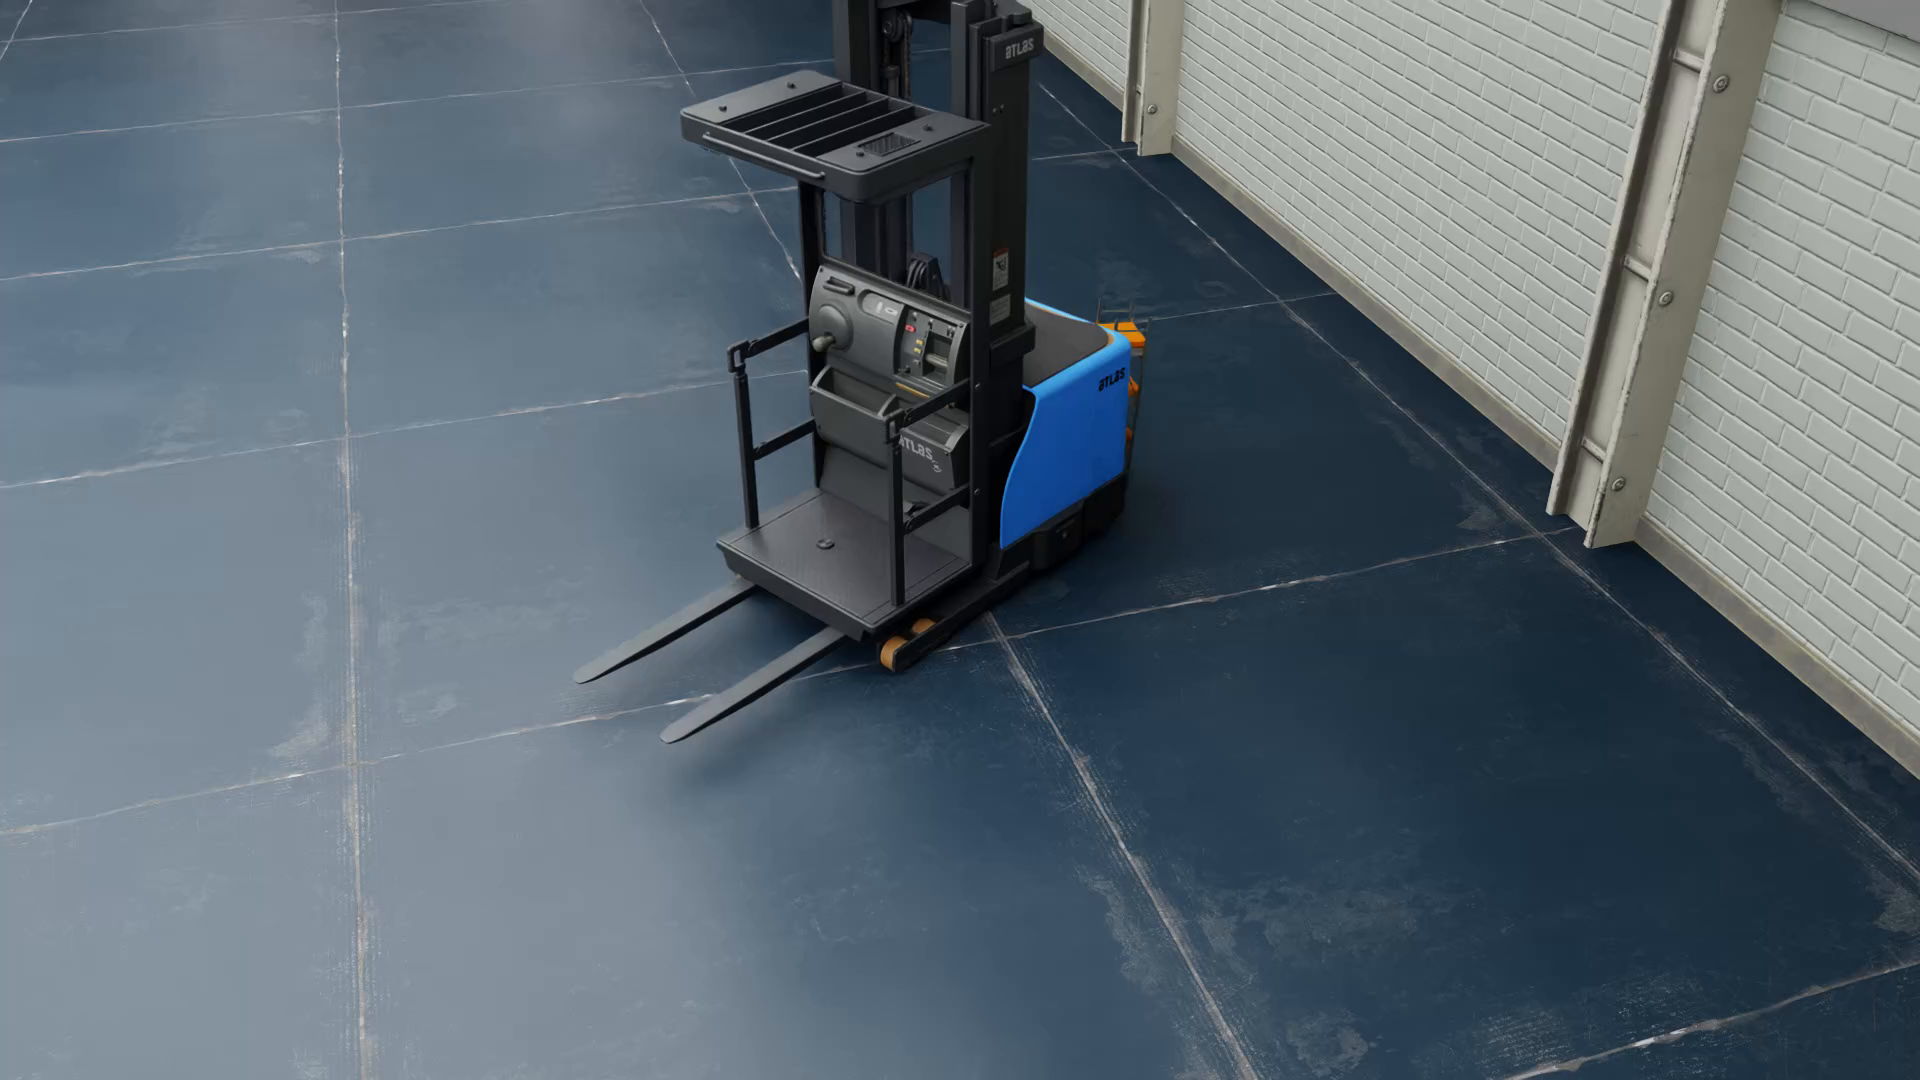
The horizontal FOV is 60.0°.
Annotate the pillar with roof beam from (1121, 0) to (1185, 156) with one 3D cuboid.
[{"bbox_3d":[-2.560,-6.263,10.066,9.100,9.000,0.400,-10,35,-15],"label":"pillar with roof beam"}]

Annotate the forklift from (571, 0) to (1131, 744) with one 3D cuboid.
[{"bbox_3d":[-0.478,-0.920,7.483,1.130,2.935,3.031,26,42,34],"label":"forklift"}]

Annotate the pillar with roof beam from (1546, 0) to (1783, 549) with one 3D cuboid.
[{"bbox_3d":[-0.730,-3.113,5.299,9.100,9.000,0.400,-10,35,-15],"label":"pillar with roof beam"}]

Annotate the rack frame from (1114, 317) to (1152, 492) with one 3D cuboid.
[{"bbox_3d":[0.858,-0.702,8.846,0.200,1.050,0.008,-5,34,-15],"label":"rack frame"}]

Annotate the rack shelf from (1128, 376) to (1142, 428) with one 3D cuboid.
[{"bbox_3d":[0.825,-0.758,8.950,0.215,0.259,0.240,-5,34,-15],"label":"rack shelf"}]

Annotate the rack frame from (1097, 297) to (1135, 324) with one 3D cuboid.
[{"bbox_3d":[0.793,-0.831,9.042,0.200,1.050,0.008,-5,34,-15],"label":"rack frame"}]

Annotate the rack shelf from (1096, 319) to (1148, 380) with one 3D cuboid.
[{"bbox_3d":[0.845,-0.997,8.798,0.215,0.259,0.240,-5,34,-15],"label":"rack shelf"}]

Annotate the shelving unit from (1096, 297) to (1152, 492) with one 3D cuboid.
[{"bbox_3d":[0.826,-0.766,8.944,0.215,1.050,0.252,-5,34,-15],"label":"shelving unit"}]

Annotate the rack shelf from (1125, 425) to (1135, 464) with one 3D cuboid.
[{"bbox_3d":[0.805,-0.523,9.099,0.215,0.259,0.240,-5,34,-15],"label":"rack shelf"}]
